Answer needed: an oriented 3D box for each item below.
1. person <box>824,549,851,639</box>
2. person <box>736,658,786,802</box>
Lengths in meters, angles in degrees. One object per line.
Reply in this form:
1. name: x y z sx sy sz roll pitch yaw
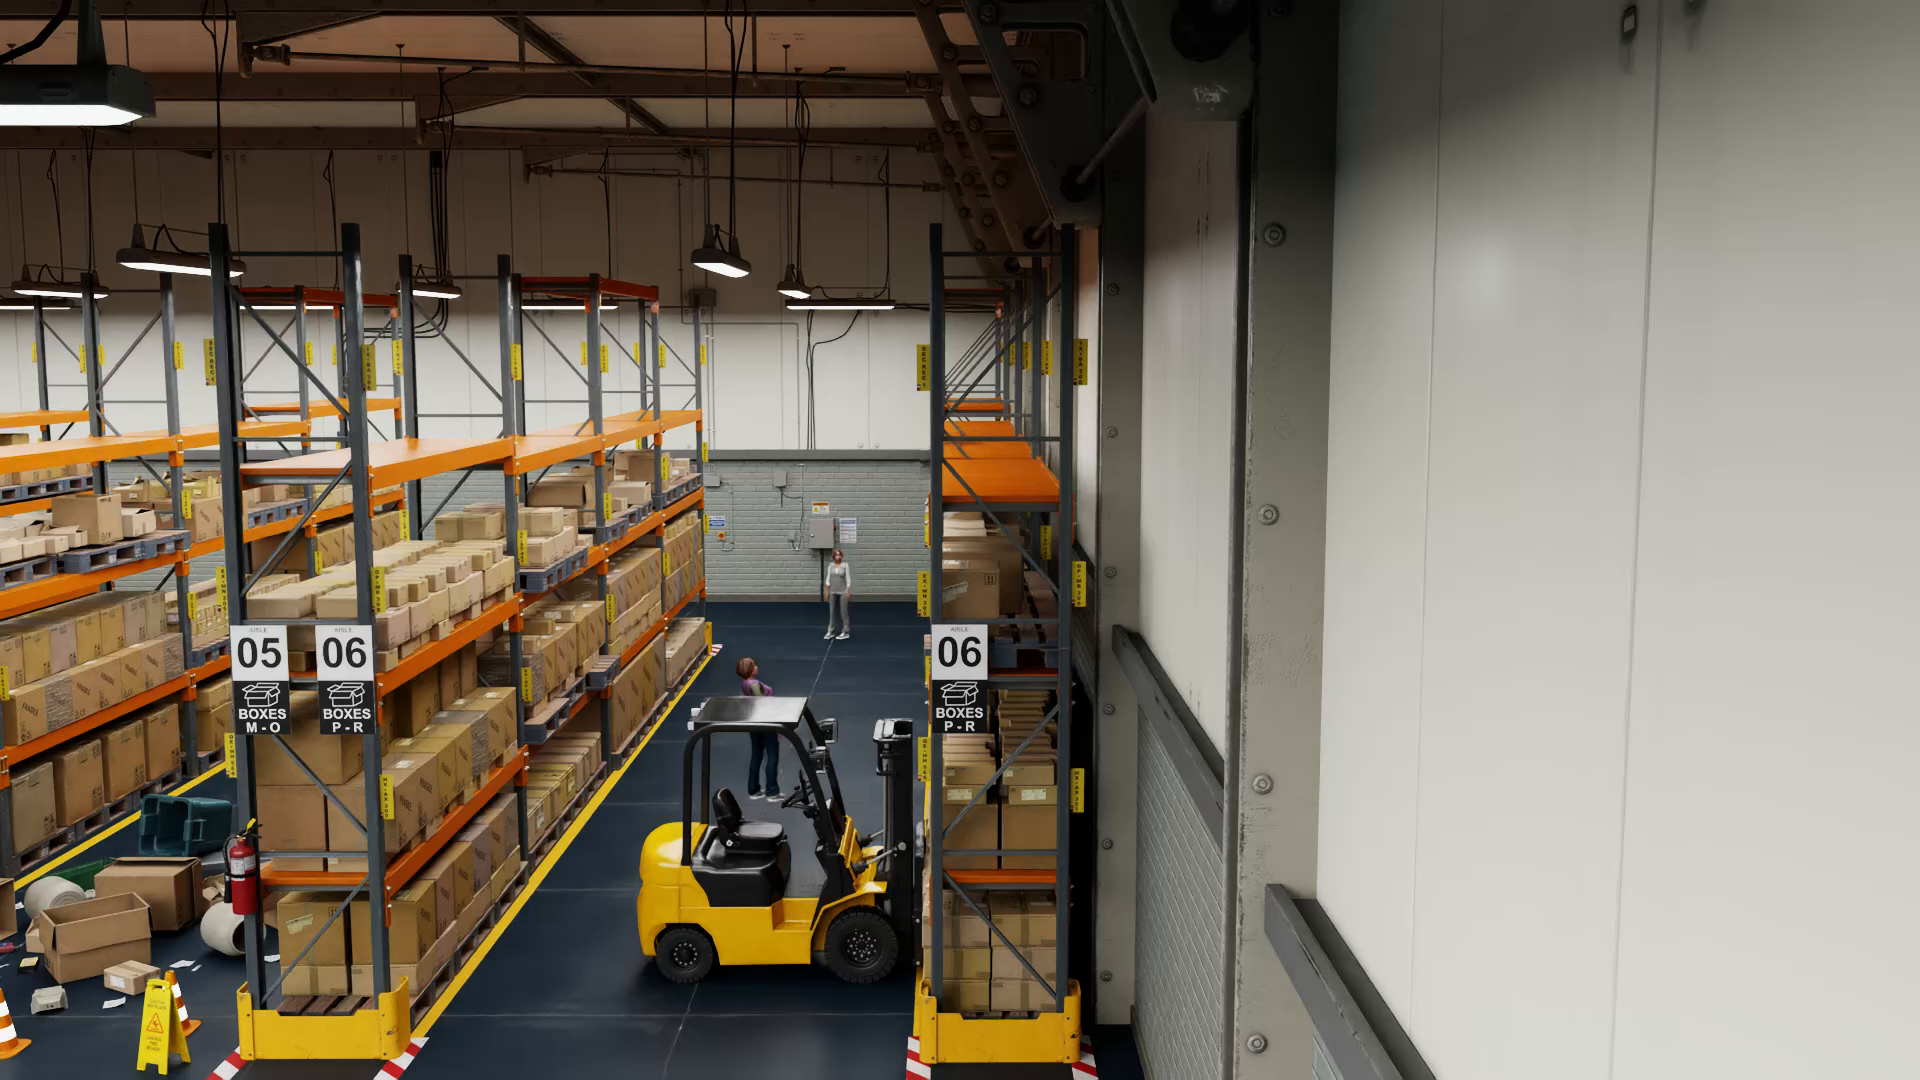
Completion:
1. person: -2.154 0.953 29.354 0.458 1.608 0.342 4 8 28
2. person: -2.099 2.033 17.885 0.512 1.563 0.465 6 9 44
